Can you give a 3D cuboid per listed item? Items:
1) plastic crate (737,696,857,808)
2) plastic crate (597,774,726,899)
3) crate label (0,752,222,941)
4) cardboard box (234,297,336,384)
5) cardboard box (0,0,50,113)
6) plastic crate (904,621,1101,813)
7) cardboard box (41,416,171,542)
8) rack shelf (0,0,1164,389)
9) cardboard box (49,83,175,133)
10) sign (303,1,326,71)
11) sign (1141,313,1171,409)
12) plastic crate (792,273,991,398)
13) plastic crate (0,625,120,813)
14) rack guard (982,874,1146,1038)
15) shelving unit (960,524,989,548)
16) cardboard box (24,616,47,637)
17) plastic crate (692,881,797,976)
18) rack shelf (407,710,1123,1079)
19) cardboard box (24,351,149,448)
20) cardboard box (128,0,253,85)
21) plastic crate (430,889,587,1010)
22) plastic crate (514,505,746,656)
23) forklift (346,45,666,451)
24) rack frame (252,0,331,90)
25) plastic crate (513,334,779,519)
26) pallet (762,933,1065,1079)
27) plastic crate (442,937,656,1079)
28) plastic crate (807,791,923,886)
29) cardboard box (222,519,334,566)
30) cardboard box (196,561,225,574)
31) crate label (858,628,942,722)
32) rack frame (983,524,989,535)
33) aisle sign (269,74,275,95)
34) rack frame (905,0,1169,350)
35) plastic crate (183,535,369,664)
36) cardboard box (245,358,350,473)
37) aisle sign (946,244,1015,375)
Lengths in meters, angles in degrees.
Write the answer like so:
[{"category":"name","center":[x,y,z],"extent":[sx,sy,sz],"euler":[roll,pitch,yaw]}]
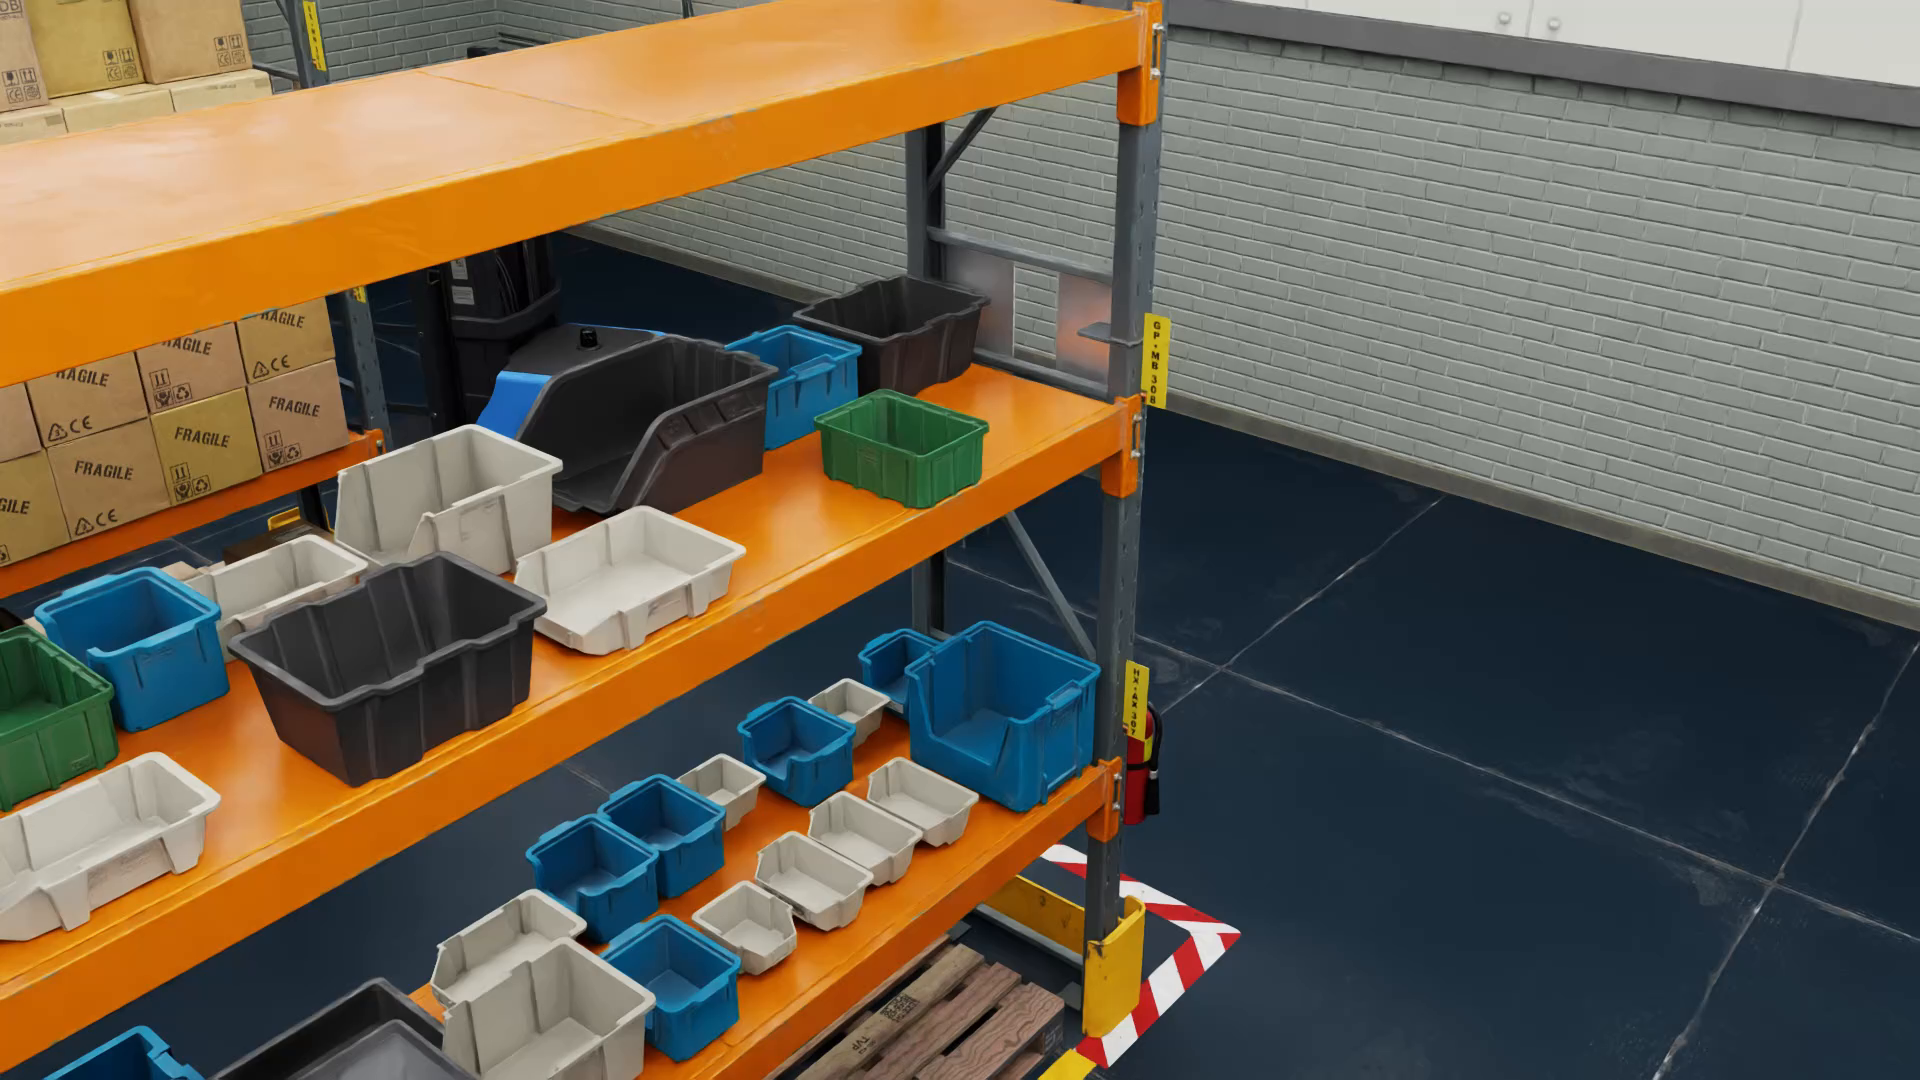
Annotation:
[{"category":"plastic crate","center":[-0.603,0.797,6.193],"extent":[0.416,0.233,0.300],"euler":[21,34,34]},{"category":"plastic crate","center":[-1.021,1.030,5.742],"extent":[0.416,0.233,0.300],"euler":[21,34,34]},{"category":"crate label","center":[-1.783,0.639,3.405],"extent":[0.293,0.136,0.466],"euler":[21,34,34]},{"category":"cardboard box","center":[-3.664,-1.175,8.691],"extent":[0.500,0.500,0.500],"euler":[20,34,34]},{"category":"cardboard box","center":[-4.526,-2.197,7.403],"extent":[0.700,0.500,0.500],"euler":[21,34,34]},{"category":"plastic crate","center":[0.158,0.656,6.246],"extent":[0.616,0.435,0.499],"euler":[21,34,34]},{"category":"cardboard box","center":[-4.316,-0.370,8.224],"extent":[0.500,0.500,0.500],"euler":[21,34,35]},{"category":"rack shelf","center":[-1.045,-0.934,4.111],"extent":[1.077,0.370,4.000],"euler":[21,34,34]},{"category":"cardboard box","center":[-4.040,-1.978,7.795],"extent":[0.500,0.250,0.500],"euler":[21,34,34]},{"category":"sign","center":[-3.177,-2.481,8.184],"extent":[0.100,0.325,0.005],"euler":[21,34,34]},{"category":"sign","center":[0.662,-0.606,5.638],"extent":[0.100,0.325,0.005],"euler":[21,34,34]},{"category":"plastic crate","center":[-0.233,-0.695,5.838],"extent":[0.497,0.269,0.590],"euler":[21,34,34]},{"category":"plastic crate","center":[-2.281,0.466,3.682],"extent":[0.450,0.188,0.662],"euler":[21,34,34]},{"category":"rack guard","center":[0.232,1.623,7.201],"extent":[1.175,0.500,0.348],"euler":[21,34,34]},{"category":"shelving unit","center":[0.034,-0.485,10.677],"extent":[0.215,1.050,0.252],"euler":[21,34,34]},{"category":"cardboard box","center":[-4.793,0.566,9.037],"extent":[0.500,0.250,0.500],"euler":[21,34,34]},{"category":"plastic crate","center":[-0.680,1.272,5.380],"extent":[0.298,0.136,0.250],"euler":[21,34,34]},{"category":"rack shelf","center":[-1.045,1.553,5.398],"extent":[1.077,0.370,4.000],"euler":[21,34,34]},{"category":"cardboard box","center":[-4.310,-0.810,7.986],"extent":[0.500,0.500,0.500],"euler":[22,34,36]},{"category":"cardboard box","center":[-3.907,-2.558,8.101],"extent":[0.700,0.500,0.500],"euler":[21,34,34]},{"category":"plastic crate","center":[-1.441,1.328,5.272],"extent":[0.293,0.136,0.466],"euler":[21,34,34]},{"category":"plastic crate","center":[-0.896,0.115,4.418],"extent":[0.437,0.136,0.530],"euler":[21,34,34]},{"category":"forklift","center":[-3.517,-1.717,11.010],"extent":[3.031,2.935,1.130],"euler":[7,28,13]},{"category":"rack frame","center":[-3.593,-3.589,8.026],"extent":[1.000,3.000,0.127],"euler":[21,34,34]},{"category":"plastic crate","center":[-0.957,-0.319,5.036],"extent":[0.504,0.338,0.767],"euler":[21,34,34]},{"category":"pallet","center":[-0.327,2.044,6.701],"extent":[1.003,0.211,1.213],"euler":[21,34,34]},{"category":"plastic crate","center":[-1.204,1.481,4.818],"extent":[0.437,0.282,0.530],"euler":[21,34,34]},{"category":"plastic crate","center":[-0.347,1.056,5.798],"extent":[0.396,0.136,0.243],"euler":[21,34,34]},{"category":"cardboard box","center":[-3.748,0.255,9.366],"extent":[0.500,0.500,0.500],"euler":[21,34,34]},{"category":"cardboard box","center":[-4.283,0.275,9.690],"extent":[0.380,0.166,0.250],"euler":[21,34,34]},{"category":"crate label","center":[-0.184,0.564,6.645],"extent":[0.416,0.233,0.303],"euler":[21,34,34]},{"category":"rack frame","center":[0.112,-0.529,10.761],"extent":[0.200,1.050,0.008],"euler":[21,34,34]},{"category":"aisle sign","center":[-3.776,-2.189,9.019],"extent":[0.394,0.787,0.004],"euler":[21,34,34]},{"category":"rack frame","center":[0.227,-2.140,5.225],"extent":[1.000,3.000,0.127],"euler":[21,34,34]},{"category":"plastic crate","center":[-1.802,0.166,4.320],"extent":[0.293,0.136,0.466],"euler":[21,34,34]},{"category":"cardboard box","center":[-3.667,-0.730,8.920],"extent":[0.500,0.500,0.500],"euler":[22,35,36]},{"category":"aisle sign","center":[0.044,-0.742,6.223],"extent":[0.394,0.787,0.004],"euler":[21,34,34]}]
